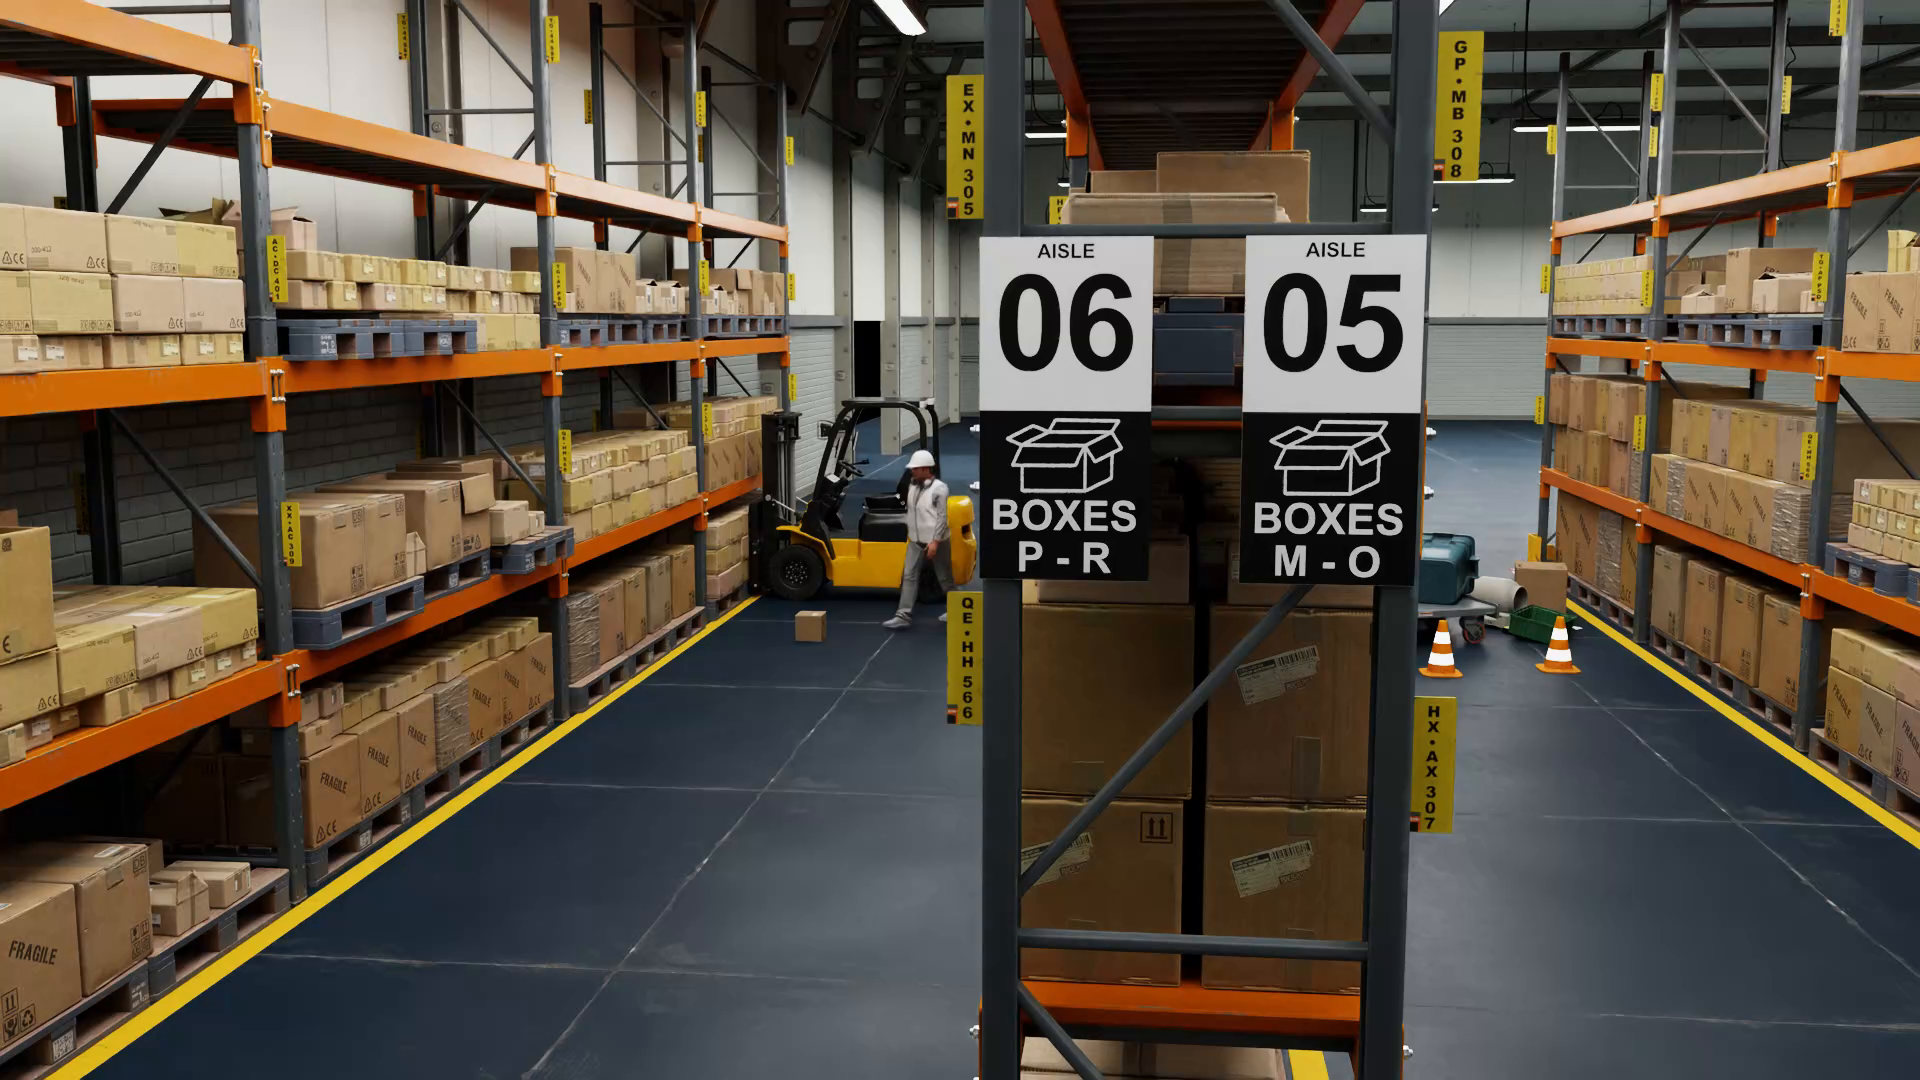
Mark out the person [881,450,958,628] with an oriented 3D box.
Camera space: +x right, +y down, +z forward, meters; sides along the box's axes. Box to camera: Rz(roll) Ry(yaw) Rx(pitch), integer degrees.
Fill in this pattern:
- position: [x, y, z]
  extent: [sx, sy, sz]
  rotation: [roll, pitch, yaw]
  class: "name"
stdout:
- position: [-0.342, -0.017, 16.249]
  extent: [0.552, 1.722, 0.948]
  rotation: [6, 9, 37]
  class: "person"
